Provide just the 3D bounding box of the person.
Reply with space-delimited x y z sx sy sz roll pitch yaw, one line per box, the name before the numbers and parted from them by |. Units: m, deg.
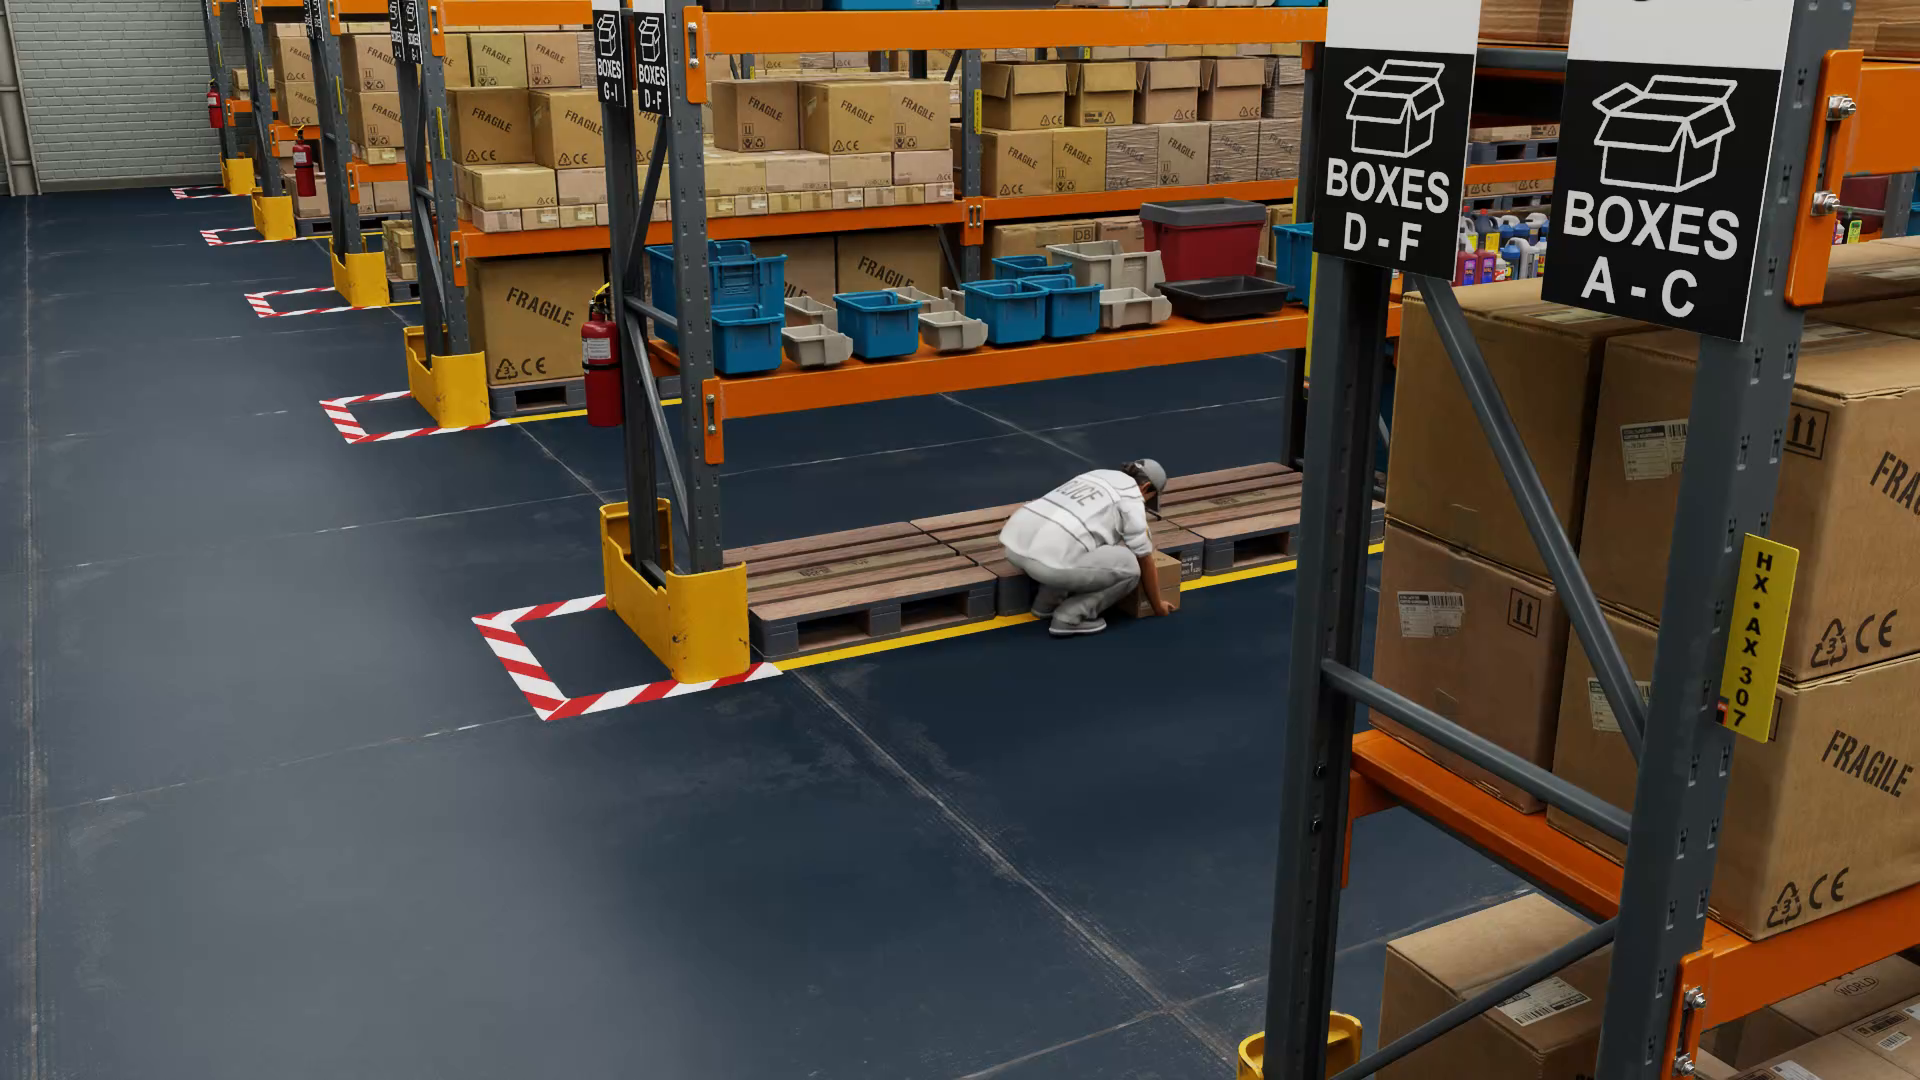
person | 0.622 0.059 7.949 0.899 0.816 0.512 -10 21 -28
